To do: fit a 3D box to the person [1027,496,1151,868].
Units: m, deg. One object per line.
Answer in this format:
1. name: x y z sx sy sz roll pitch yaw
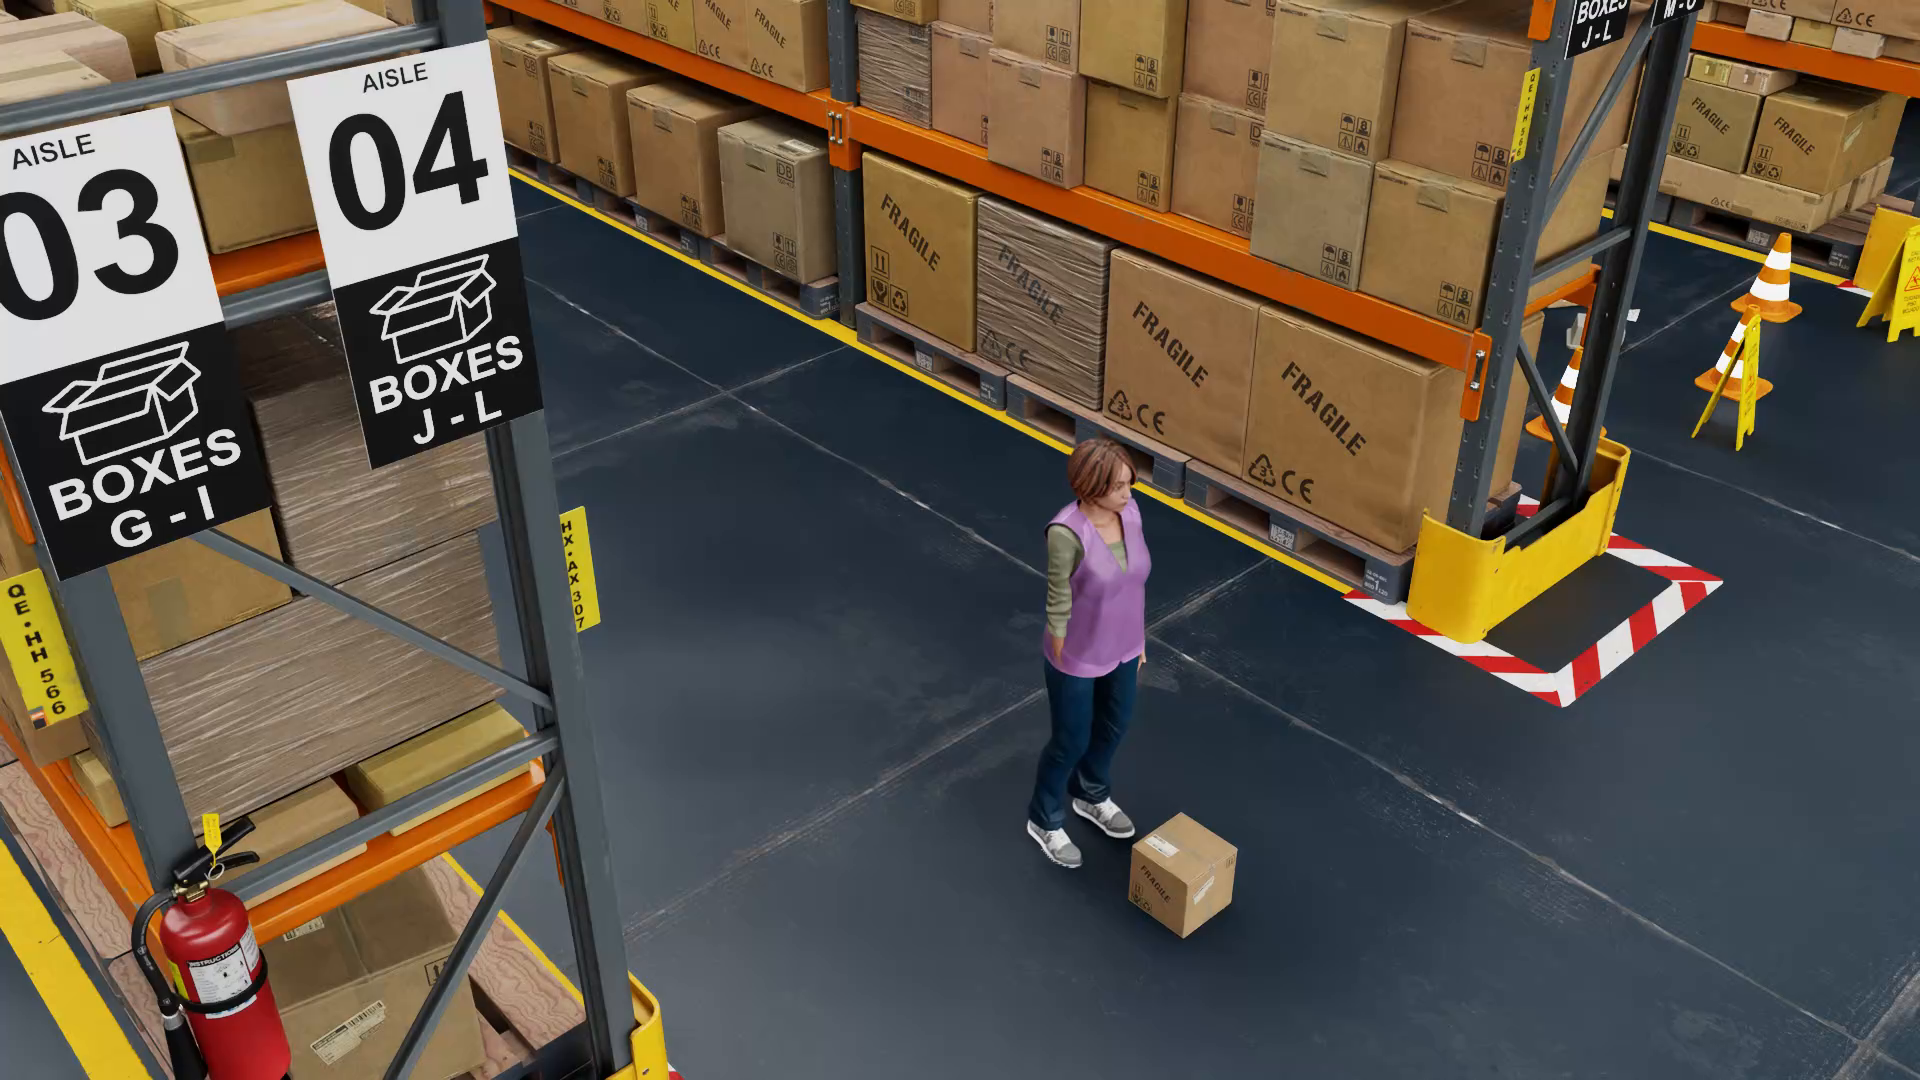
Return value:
1. person: 0.441 0.482 5.613 0.361 1.387 0.300 -25 40 -34
